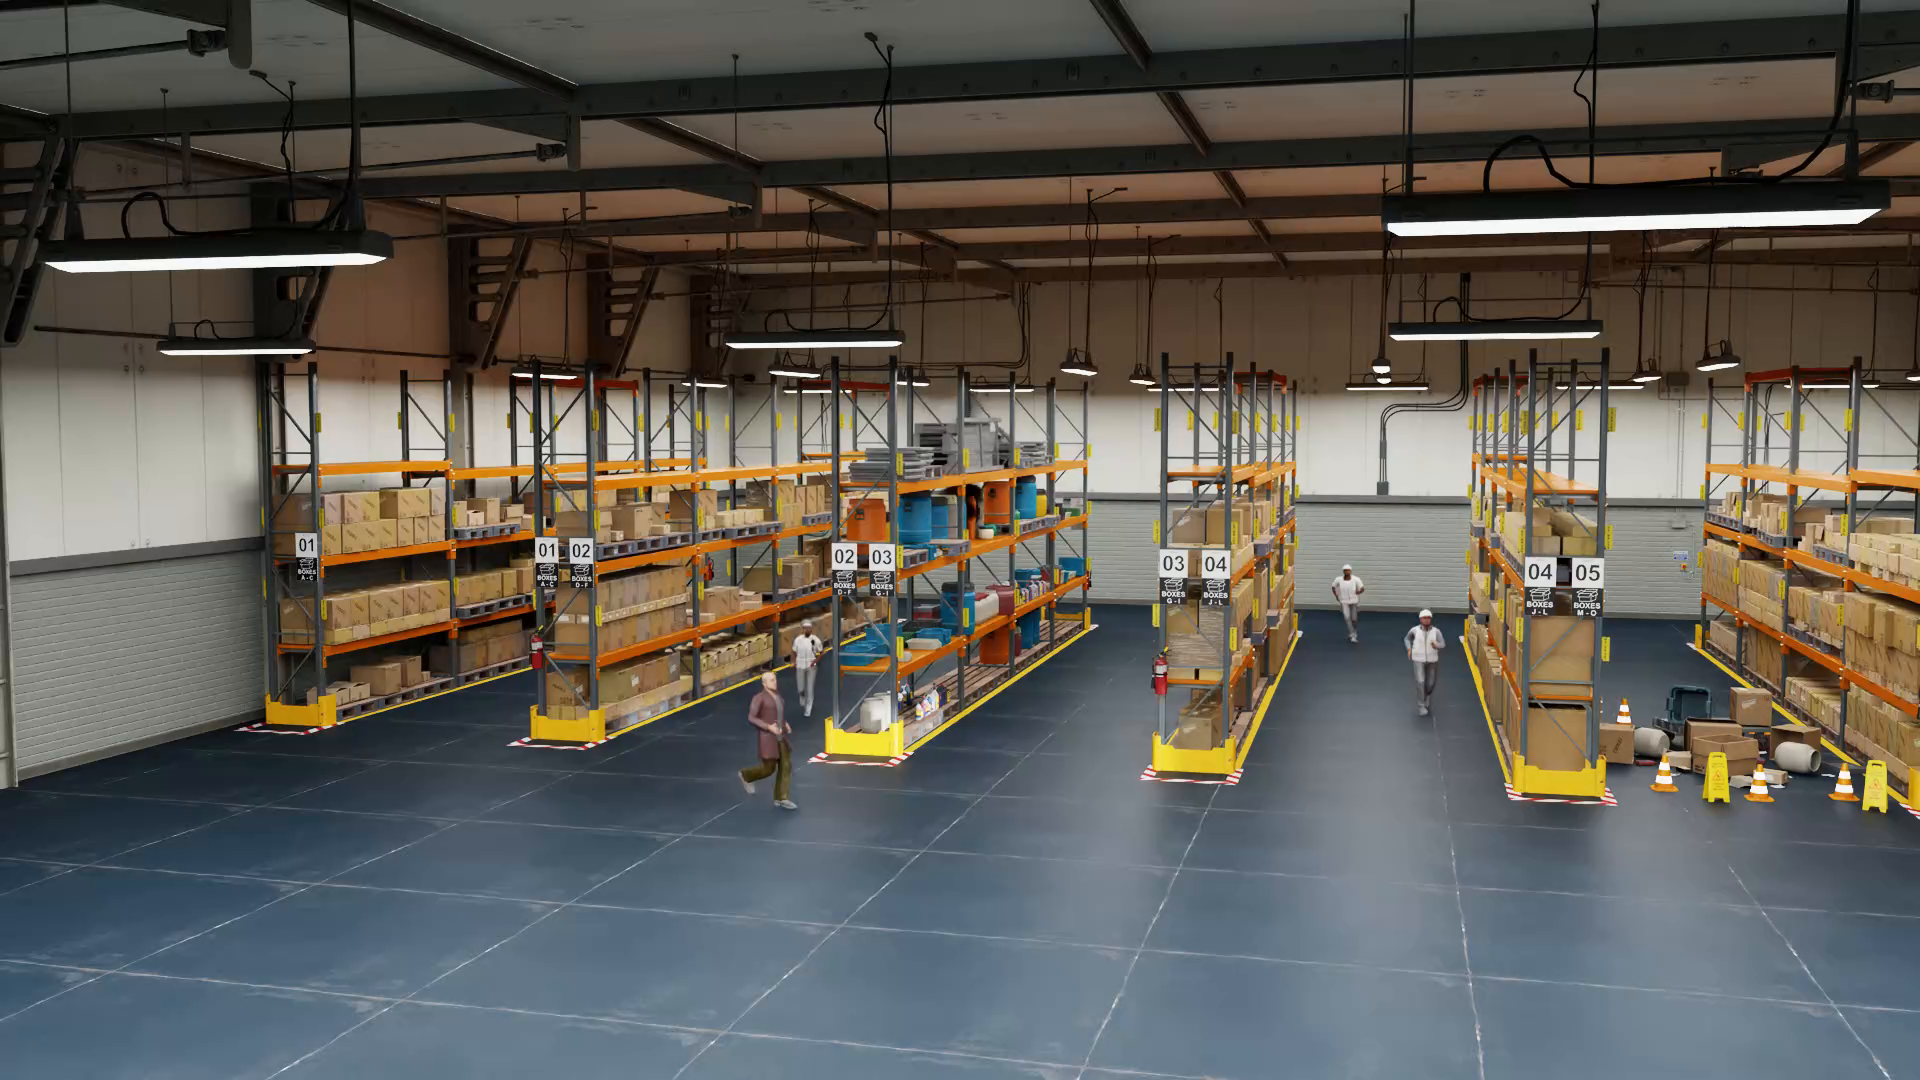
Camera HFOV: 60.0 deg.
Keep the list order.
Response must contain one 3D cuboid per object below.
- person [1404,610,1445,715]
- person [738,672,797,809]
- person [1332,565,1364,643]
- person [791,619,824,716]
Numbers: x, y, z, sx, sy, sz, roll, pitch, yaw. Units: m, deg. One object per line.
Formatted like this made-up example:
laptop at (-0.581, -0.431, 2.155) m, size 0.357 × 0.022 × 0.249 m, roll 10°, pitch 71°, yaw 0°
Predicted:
person at (8.016, 2.078, 28.661) m, size 0.656 × 1.758 × 0.969 m, roll 0°, pitch 4°, yaw 7°
person at (-2.466, 2.598, 21.716) m, size 0.856 × 1.756 × 0.711 m, roll 3°, pitch 5°, yaw 35°
person at (8.865, 1.431, 37.955) m, size 0.712 × 1.748 × 0.964 m, roll 0°, pitch 4°, yaw 7°
person at (-2.602, 2.170, 28.317) m, size 0.574 × 1.649 × 0.564 m, roll 0°, pitch 4°, yaw 0°
